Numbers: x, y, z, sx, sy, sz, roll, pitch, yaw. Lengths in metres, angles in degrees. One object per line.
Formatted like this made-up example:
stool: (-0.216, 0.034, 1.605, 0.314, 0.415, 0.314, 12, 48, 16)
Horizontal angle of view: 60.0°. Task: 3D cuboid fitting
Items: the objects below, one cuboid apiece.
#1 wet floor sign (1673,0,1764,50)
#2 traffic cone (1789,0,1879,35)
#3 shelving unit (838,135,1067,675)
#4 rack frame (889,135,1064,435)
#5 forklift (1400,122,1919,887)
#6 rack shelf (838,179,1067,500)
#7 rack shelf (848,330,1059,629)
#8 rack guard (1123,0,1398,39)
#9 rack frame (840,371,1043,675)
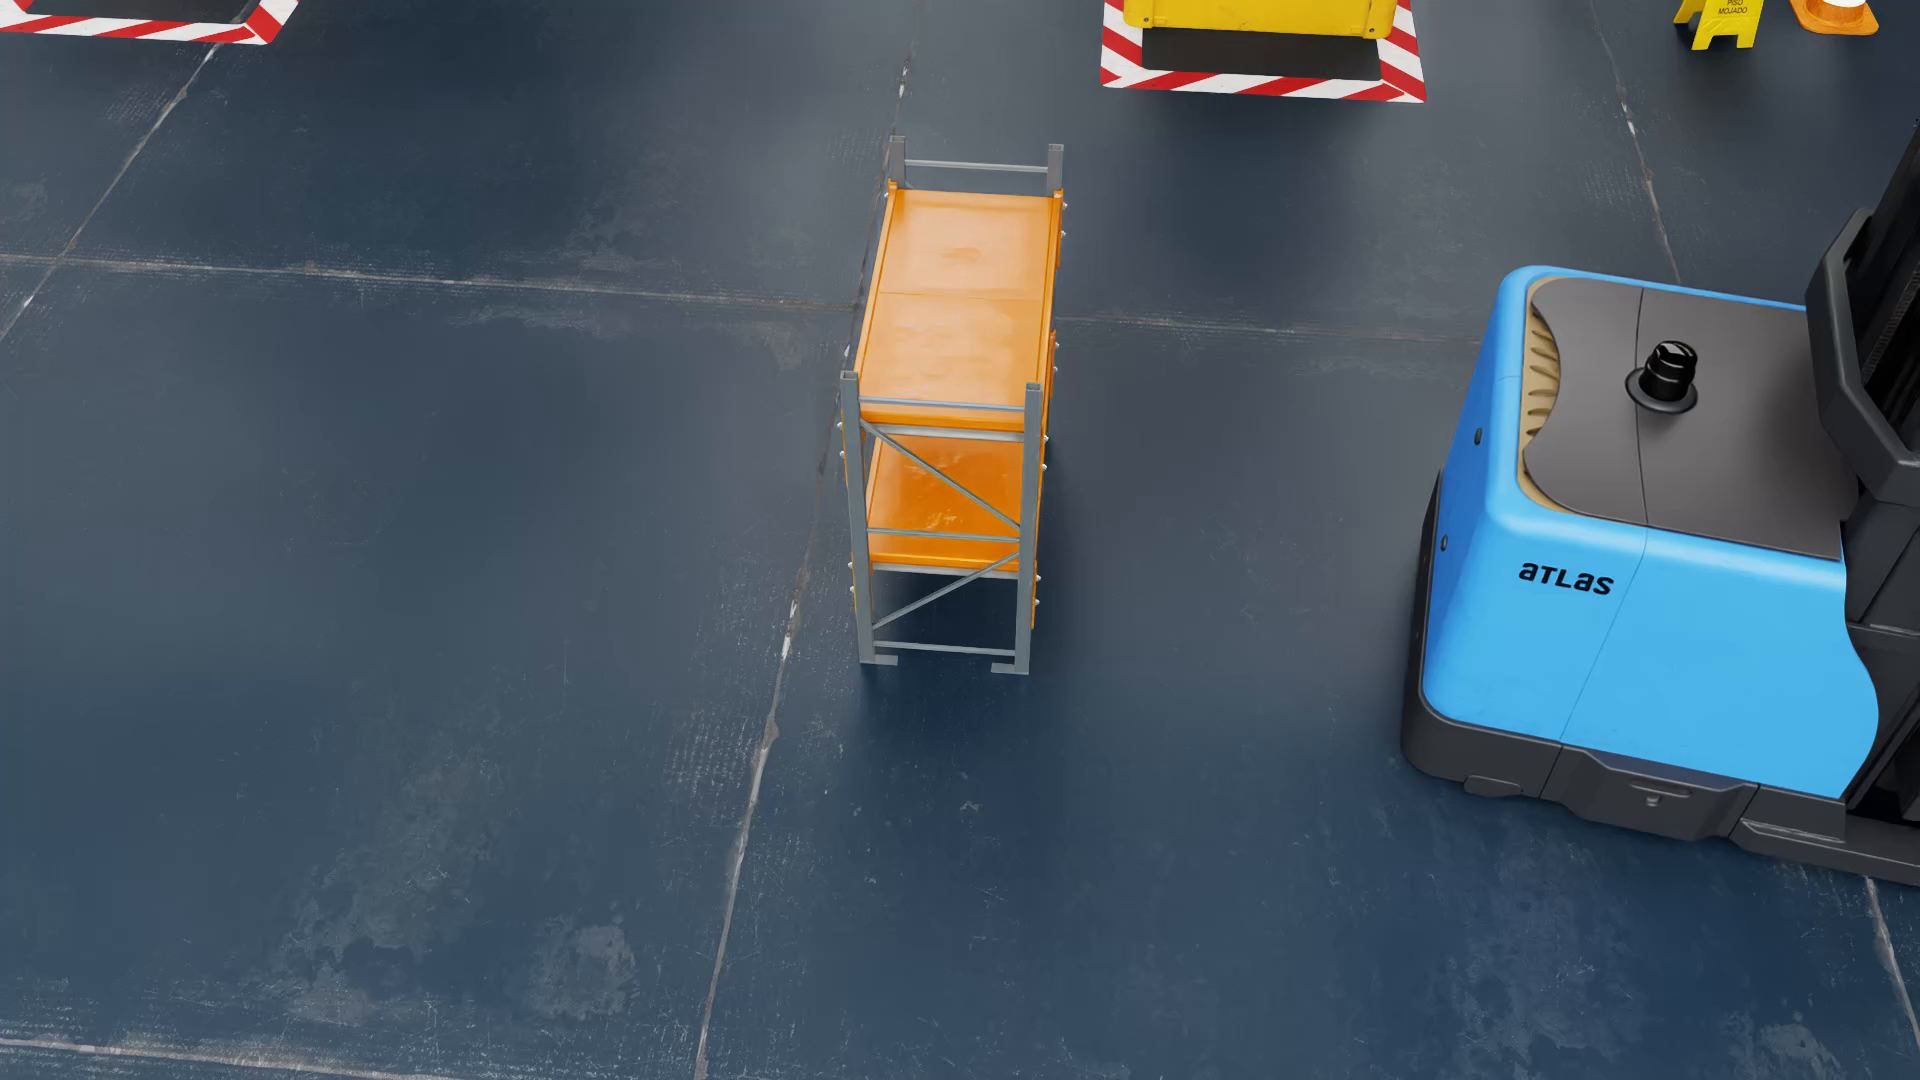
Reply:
wet floor sign: (3.287, -2.426, 7.032, 0.267, 0.644, 0.232, -4, 48, -3)
traffic cone: (3.875, -2.488, 7.212, 0.336, 0.463, 0.334, 4, 48, 4)
shelving unit: (0.001, -0.385, 4.839, 0.538, 1.125, 1.048, 4, 48, 4)
rack frame: (0.047, -0.758, 5.181, 0.500, 1.125, 0.032, 4, 48, 4)
forklift: (2.802, -0.399, 3.629, 3.031, 2.935, 1.130, 11, 49, 10)
rack shelf: (0.001, -0.582, 4.623, 0.538, 0.278, 1.000, 4, 48, 4)
rack shelf: (0.001, -0.220, 5.020, 0.538, 0.278, 1.000, 4, 48, 4)
rack guard: (1.316, -2.514, 7.211, 1.175, 0.500, 0.348, 4, 48, 4)
rack frame: (-0.046, -0.011, 4.498, 0.500, 1.125, 0.032, 4, 48, 4)
